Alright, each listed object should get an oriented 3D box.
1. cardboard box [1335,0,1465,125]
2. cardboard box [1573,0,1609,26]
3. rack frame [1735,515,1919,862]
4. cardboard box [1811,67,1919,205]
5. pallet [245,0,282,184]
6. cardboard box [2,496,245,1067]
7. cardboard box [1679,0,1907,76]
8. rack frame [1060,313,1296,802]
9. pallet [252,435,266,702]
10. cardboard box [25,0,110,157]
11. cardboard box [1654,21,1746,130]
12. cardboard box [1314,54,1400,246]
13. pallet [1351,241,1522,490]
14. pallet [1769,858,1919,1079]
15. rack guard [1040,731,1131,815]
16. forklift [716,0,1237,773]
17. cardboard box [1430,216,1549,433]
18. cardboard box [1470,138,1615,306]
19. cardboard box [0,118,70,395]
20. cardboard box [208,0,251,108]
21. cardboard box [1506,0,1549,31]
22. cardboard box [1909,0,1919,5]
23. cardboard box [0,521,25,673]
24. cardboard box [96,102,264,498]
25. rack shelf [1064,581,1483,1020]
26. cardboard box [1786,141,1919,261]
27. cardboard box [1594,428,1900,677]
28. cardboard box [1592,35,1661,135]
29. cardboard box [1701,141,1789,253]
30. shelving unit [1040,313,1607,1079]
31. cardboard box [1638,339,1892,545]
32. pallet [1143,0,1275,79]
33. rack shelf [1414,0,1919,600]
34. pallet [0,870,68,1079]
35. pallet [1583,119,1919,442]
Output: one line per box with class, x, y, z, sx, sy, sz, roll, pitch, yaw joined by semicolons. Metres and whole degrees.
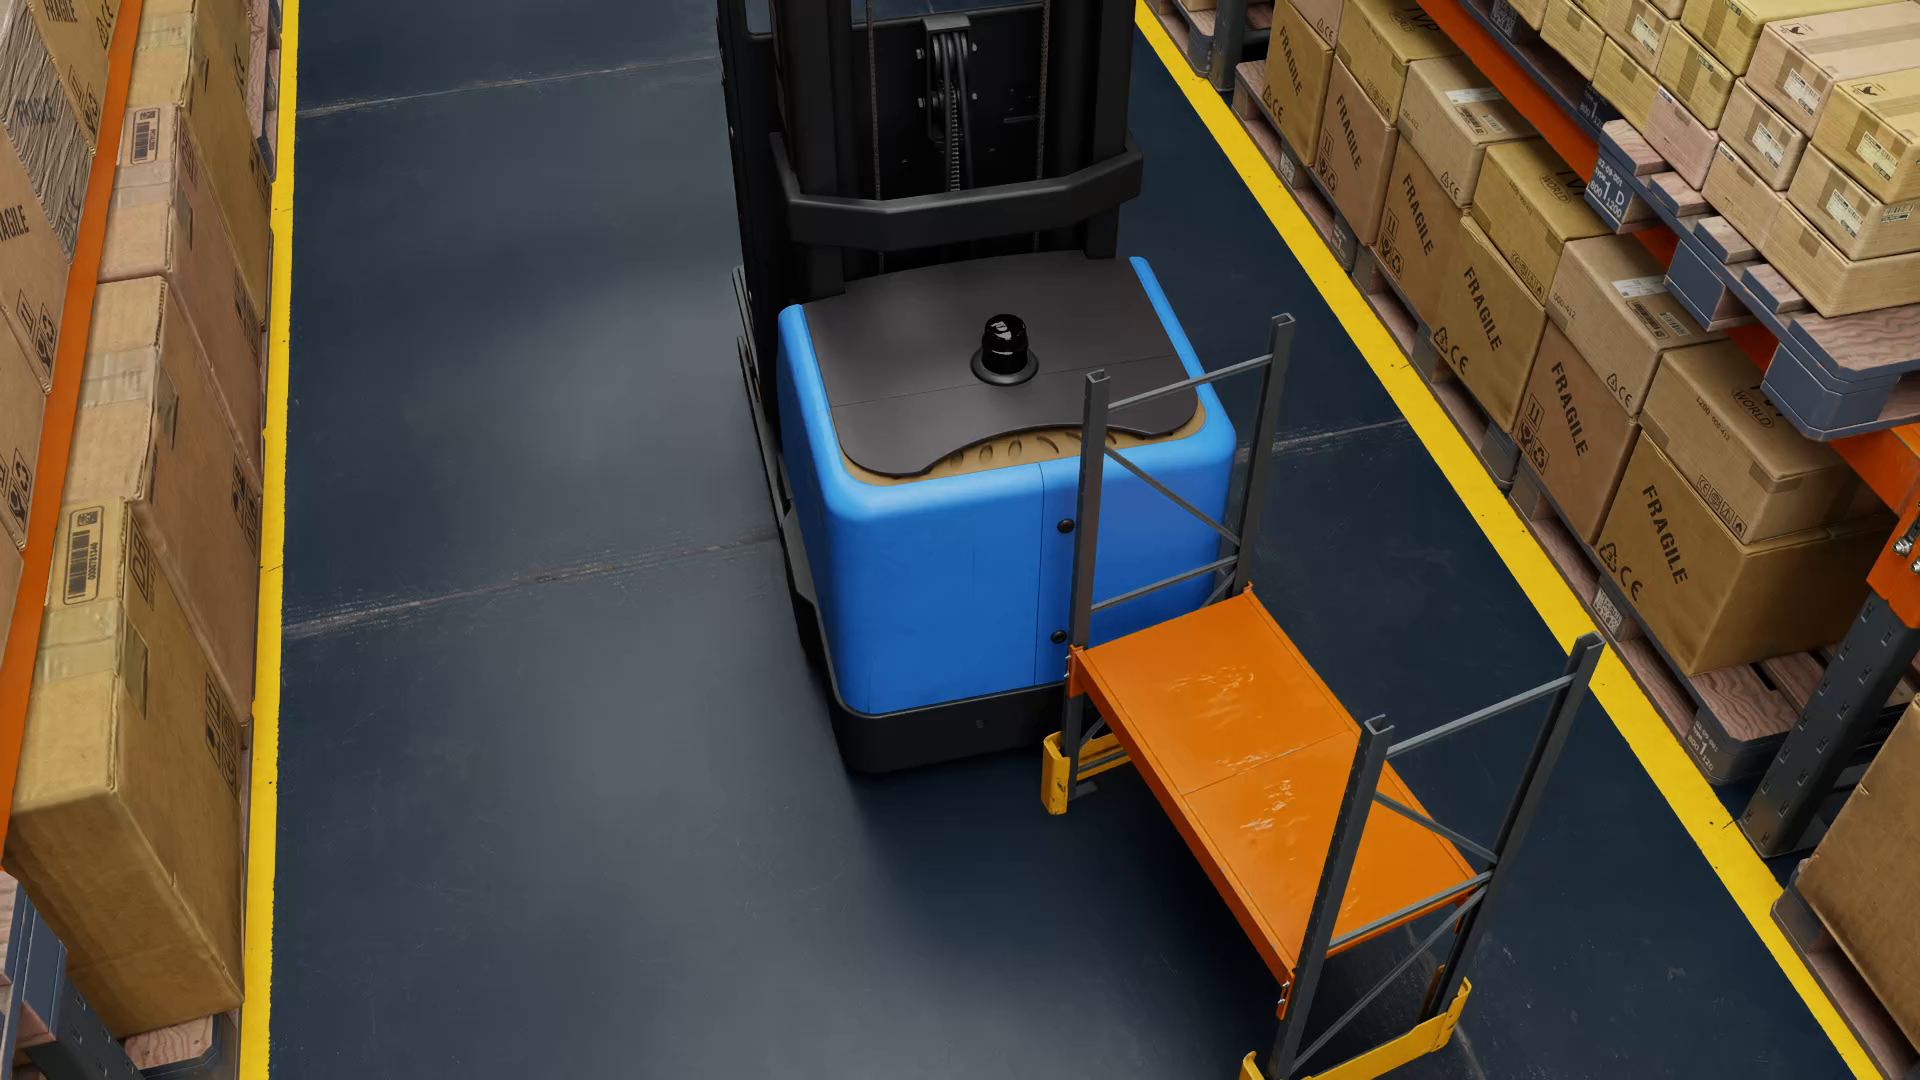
cardboard box;1.644;-1.702;5.749;0.500;0.250;0.500;-10;46;-9
cardboard box;1.764;-1.463;4.257;0.380;0.149;0.250;-11;47;-11
rack frame;2.596;-0.331;3.474;1.000;3.000;0.127;-11;47;-10
cardboard box;2.027;-0.853;3.451;0.380;0.149;0.250;-12;47;-12
pallet;-3.368;-1.819;6.885;1.003;0.211;1.213;-11;47;-10
cardboard box;-2.381;0.622;3.734;1.225;0.875;0.875;-13;47;-12
cardboard box;1.898;-1.208;3.799;0.380;0.149;0.250;-9;46;-9
rack frame;0.497;0.112;4.090;0.500;1.500;0.032;-18;48;-17
pallet;-2.663;0.083;5.021;1.003;0.211;1.213;-11;47;-10
cardboard box;-2.605;-1.315;4.369;0.500;0.500;0.500;-11;47;-11
cardboard box;1.889;-1.117;3.918;0.380;0.149;0.250;-10;46;-9
cardboard box;1.641;-1.441;6.018;0.500;0.500;0.500;-9;46;-9
pallet;2.088;-0.736;5.823;1.003;0.211;1.213;-11;47;-10
pallet;2.725;1.203;3.923;1.003;0.211;1.213;-11;47;-10
rack guard;0.498;0.550;4.536;0.587;0.250;0.087;-18;48;-17
forklift;-0.143;-1.464;4.633;1.130;2.935;3.031;-9;46;-9
cardboard box;1.894;-0.731;5.322;0.500;0.500;0.500;-13;47;-12
cardboard box;1.912;-0.990;5.052;0.500;0.250;0.500;-10;46;-9
cardboard box;-2.355;-0.623;3.690;0.500;0.500;0.500;-11;47;-11
cardboard box;-3.341;-2.129;6.430;0.875;0.875;0.875;-11;47;-10
cardboard box;1.702;-1.533;4.534;0.380;0.149;0.250;-9;46;-9
cardboard box;2.523;-1.235;4.034;0.380;0.149;0.250;-12;47;-12
cardboard box;-2.086;0.086;2.996;0.500;0.500;0.500;-9;46;-9
cardboard box;-2.836;-0.604;4.935;1.225;0.875;0.875;-12;47;-12
rack shelf;0.711;0.568;3.895;0.538;0.185;1.000;-18;48;-17
cardboard box;2.029;-0.752;3.561;0.380;0.149;0.250;-10;46;-9
cardboard box;2.174;-0.010;4.616;0.500;0.500;0.500;-11;47;-11
cardboard box;1.837;-1.169;4.177;0.380;0.149;0.250;-11;47;-11
cardboard box;1.963;-0.819;3.834;0.380;0.149;0.250;-11;47;-10
shelving unit;0.707;0.436;3.773;0.587;1.500;1.083;-18;48;-17
cardboard box;2.167;-0.290;4.365;0.500;0.250;0.500;-12;47;-11
pallet;1.365;-2.574;7.625;1.003;0.211;1.213;-11;47;-10
rack shelf;2.084;-1.460;5.085;1.077;0.370;4.000;-11;47;-10
pallet;-1.939;1.046;2.259;1.213;0.211;1.003;-11;47;-10
pallet;2.310;-0.737;4.006;1.213;0.211;1.003;-11;47;-10
